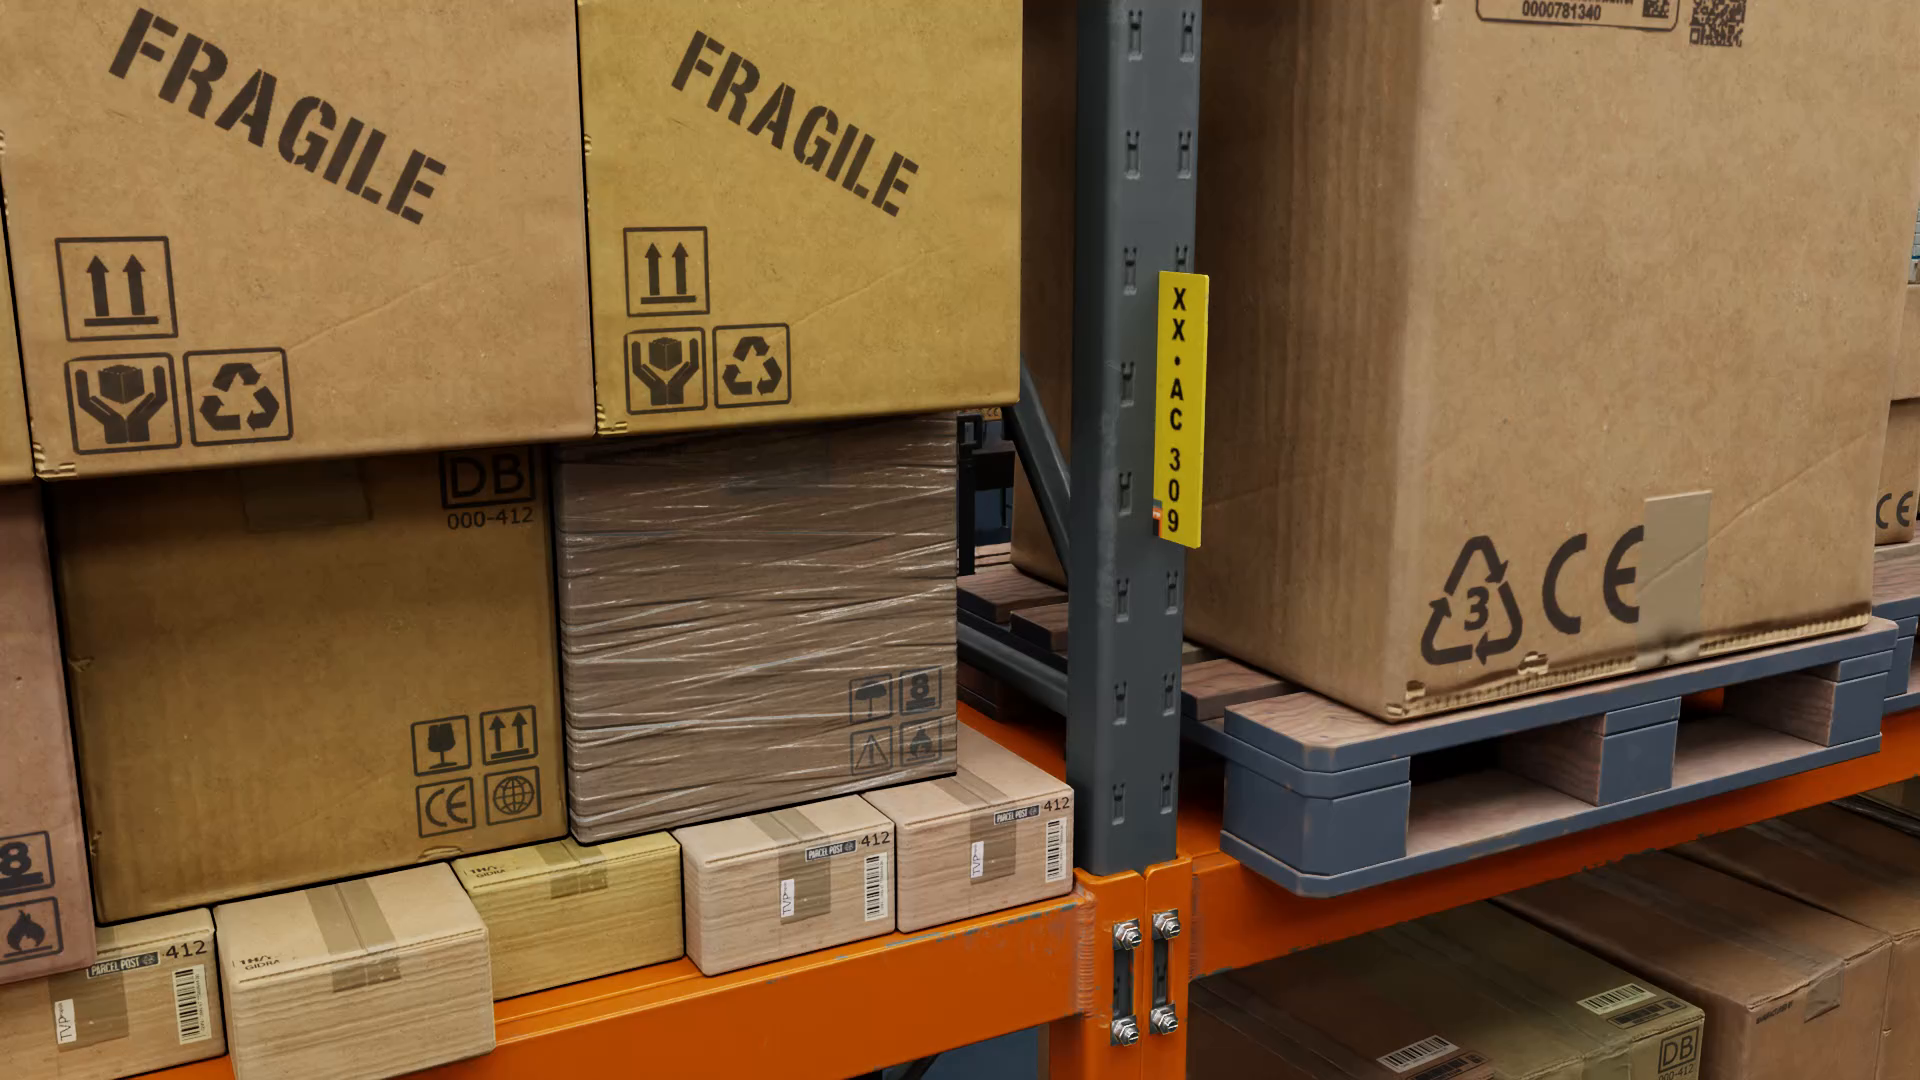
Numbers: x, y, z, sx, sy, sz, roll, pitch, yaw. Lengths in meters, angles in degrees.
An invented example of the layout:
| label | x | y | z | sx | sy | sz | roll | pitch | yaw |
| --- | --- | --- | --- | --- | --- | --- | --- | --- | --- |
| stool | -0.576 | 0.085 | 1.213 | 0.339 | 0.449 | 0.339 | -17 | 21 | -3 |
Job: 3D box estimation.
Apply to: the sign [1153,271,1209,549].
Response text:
| label | x | y | z | sx | sy | sz | roll | pitch | yaw |
| --- | --- | --- | --- | --- | --- | --- | --- | --- | --- |
| sign | 0.263 | -0.157 | 2.004 | 0.005 | 0.325 | 0.100 | -7 | 14 | -28 |

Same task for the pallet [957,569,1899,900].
| label | x | y | z | sx | sy | sz | roll | pitch | yaw |
| --- | --- | --- | --- | --- | --- | --- | --- | --- | --- |
| pallet | 0.737 | 0.203 | 2.814 | 1.213 | 0.211 | 1.003 | -7 | 14 | -28 |

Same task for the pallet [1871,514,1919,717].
| label | x | y | z | sx | sy | sz | roll | pitch | yaw |
| --- | --- | --- | --- | --- | --- | --- | --- | --- | --- |
| pallet | 1.789 | 0.050 | 3.491 | 1.213 | 0.211 | 1.003 | -7 | 14 | -28 |

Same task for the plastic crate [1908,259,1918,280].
| label | x | y | z | sx | sy | sz | roll | pitch | yaw |
| --- | --- | --- | --- | --- | --- | --- | --- | --- | --- |
| plastic crate | 6.073 | -1.731 | 11.104 | 0.530 | 0.282 | 0.437 | -7 | 14 | -28 |

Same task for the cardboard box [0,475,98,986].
| label | x | y | z | sx | sy | sz | roll | pitch | yaw |
| --- | --- | --- | --- | --- | --- | --- | --- | --- | --- |
| cardboard box | -1.275 | 0.121 | 1.836 | 0.500 | 0.500 | 0.875 | -7 | 14 | -28 |

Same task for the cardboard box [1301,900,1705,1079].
| label | x | y | z | sx | sy | sz | roll | pitch | yaw |
| --- | --- | --- | --- | --- | --- | --- | --- | --- | --- |
| cardboard box | 0.973 | 1.059 | 3.262 | 0.500 | 0.500 | 0.700 | -7 | 14 | -28 |

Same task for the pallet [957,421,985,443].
| label | x | y | z | sx | sy | sz | roll | pitch | yaw |
| --- | --- | --- | --- | --- | --- | --- | --- | --- | --- |
| pallet | -0.563 | -0.880 | 13.538 | 1.213 | 0.211 | 1.003 | -7 | 14 | -28 |

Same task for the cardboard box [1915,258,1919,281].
| label | x | y | z | sx | sy | sz | roll | pitch | yaw |
| --- | --- | --- | --- | --- | --- | --- | --- | --- | --- |
| cardboard box | 2.610 | -0.371 | 3.740 | 0.500 | 0.500 | 0.700 | -5 | 13 | -20 |

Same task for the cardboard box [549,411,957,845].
| label | x | y | z | sx | sy | sz | roll | pitch | yaw |
| --- | --- | --- | --- | --- | --- | --- | --- | --- | --- |
| cardboard box | -0.429 | 0.003 | 2.360 | 0.500 | 0.500 | 0.875 | -7 | 14 | -28 |

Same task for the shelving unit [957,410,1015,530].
| label | x | y | z | sx | sy | sz | roll | pitch | yaw |
| --- | --- | --- | --- | --- | --- | --- | --- | --- | --- |
| shelving unit | 0.145 | -1.042 | 9.956 | 0.503 | 2.100 | 0.431 | -7 | 14 | -28 |

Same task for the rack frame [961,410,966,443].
| label | x | y | z | sx | sy | sz | roll | pitch | yaw |
| --- | --- | --- | --- | --- | --- | --- | --- | --- | --- |
| rack frame | -0.069 | -1.016 | 9.842 | 0.015 | 2.100 | 0.400 | -7 | 14 | -28 |

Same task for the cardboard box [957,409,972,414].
| label | x | y | z | sx | sy | sz | roll | pitch | yaw |
| --- | --- | --- | --- | --- | --- | --- | --- | --- | --- |
| cardboard box | -0.243 | -1.213 | 13.359 | 0.500 | 0.500 | 0.500 | -7 | 15 | -30 |

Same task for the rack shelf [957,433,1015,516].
| label | x | y | z | sx | sy | sz | roll | pitch | yaw |
| --- | --- | --- | --- | --- | --- | --- | --- | --- | --- |
| rack shelf | 0.145 | -0.346 | 10.113 | 0.480 | 0.518 | 0.431 | -7 | 14 | -28 |

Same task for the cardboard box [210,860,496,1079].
| label | x | y | z | sx | sy | sz | roll | pitch | yaw |
| --- | --- | --- | --- | --- | --- | --- | --- | --- | --- |
| cardboard box | -0.690 | 0.450 | 1.849 | 0.250 | 0.149 | 0.380 | -7 | 14 | -28 |

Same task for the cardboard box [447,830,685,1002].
| label | x | y | z | sx | sy | sz | roll | pitch | yaw |
| --- | --- | --- | --- | --- | --- | --- | --- | --- | --- |
| cardboard box | -0.524 | 0.402 | 2.062 | 0.250 | 0.149 | 0.380 | -7 | 14 | -28 |

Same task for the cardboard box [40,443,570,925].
| label | x | y | z | sx | sy | sz | roll | pitch | yaw |
| --- | --- | --- | --- | --- | --- | --- | --- | --- | --- |
| cardboard box | -0.884 | 0.049 | 2.156 | 0.500 | 0.500 | 0.875 | -7 | 14 | -28 |

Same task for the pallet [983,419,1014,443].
| label | x | y | z | sx | sy | sz | roll | pitch | yaw |
| --- | --- | --- | --- | --- | --- | --- | --- | --- | --- |
| pallet | 0.507 | -1.007 | 14.104 | 1.213 | 0.211 | 1.003 | -7 | 14 | -28 |

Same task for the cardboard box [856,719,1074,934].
| label | x | y | z | sx | sy | sz | roll | pitch | yaw |
| --- | --- | --- | --- | --- | --- | --- | --- | --- | --- |
| cardboard box | -0.052 | 0.363 | 2.236 | 0.250 | 0.149 | 0.380 | -7 | 14 | -28 |

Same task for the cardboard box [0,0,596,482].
| label | x | y | z | sx | sy | sz | roll | pitch | yaw |
| --- | --- | --- | --- | --- | --- | --- | --- | --- | --- |
| cardboard box | -0.705 | -0.367 | 1.726 | 0.500 | 0.500 | 0.500 | -7 | 14 | -28 |

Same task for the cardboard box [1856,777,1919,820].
| label | x | y | z | sx | sy | sz | roll | pitch | yaw |
| --- | --- | --- | --- | --- | --- | --- | --- | --- | --- |
| cardboard box | 2.473 | 0.514 | 3.979 | 0.500 | 0.250 | 0.500 | -5 | 14 | -22 |

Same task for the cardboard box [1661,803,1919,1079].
| label | x | y | z | sx | sy | sz | roll | pitch | yaw |
| --- | --- | --- | --- | --- | --- | --- | --- | --- | --- |
| cardboard box | 1.953 | 0.941 | 3.785 | 0.500 | 0.500 | 0.700 | -6 | 14 | -23 |

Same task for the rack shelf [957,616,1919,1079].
| label | x | y | z | sx | sy | sz | roll | pitch | yaw |
| --- | --- | --- | --- | --- | --- | --- | --- | --- | --- |
| rack shelf | 1.752 | 0.302 | 3.574 | 4.000 | 0.370 | 1.077 | -7 | 14 | -28 |

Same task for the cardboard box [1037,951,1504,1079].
| label | x | y | z | sx | sy | sz | roll | pitch | yaw |
| --- | --- | --- | --- | --- | --- | --- | --- | --- | --- |
| cardboard box | 0.545 | 1.106 | 3.055 | 0.500 | 0.500 | 0.700 | -8 | 15 | -32 |

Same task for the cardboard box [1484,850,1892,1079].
| label | x | y | z | sx | sy | sz | roll | pitch | yaw |
| --- | --- | --- | --- | --- | --- | --- | --- | --- | --- |
| cardboard box | 1.464 | 1.000 | 3.524 | 0.500 | 0.500 | 0.700 | -8 | 15 | -33 |

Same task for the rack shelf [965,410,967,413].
| label | x | y | z | sx | sy | sz | roll | pitch | yaw |
| --- | --- | --- | --- | --- | --- | --- | --- | --- | --- |
| rack shelf | 0.145 | -1.028 | 9.959 | 0.480 | 0.518 | 0.431 | -7 | 14 | -28 |

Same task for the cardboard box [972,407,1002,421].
| label | x | y | z | sx | sy | sz | roll | pitch | yaw |
| --- | --- | --- | --- | --- | --- | --- | --- | --- | --- |
| cardboard box | 0.200 | -1.265 | 13.589 | 0.500 | 0.500 | 0.500 | -7 | 14 | -29 |

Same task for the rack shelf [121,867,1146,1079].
| label | x | y | z | sx | sy | sz | roll | pitch | yaw |
| --- | --- | --- | --- | --- | --- | --- | --- | --- | --- |
| rack shelf | -1.759 | 0.723 | 1.705 | 4.000 | 0.370 | 1.077 | -7 | 14 | -28 |

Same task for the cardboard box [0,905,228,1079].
| label | x | y | z | sx | sy | sz | roll | pitch | yaw |
| --- | --- | --- | --- | --- | --- | --- | --- | --- | --- |
| cardboard box | -0.973 | 0.451 | 1.846 | 0.250 | 0.149 | 0.380 | -7 | 14 | -28 |

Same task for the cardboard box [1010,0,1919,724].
| label | x | y | z | sx | sy | sz | roll | pitch | yaw |
| --- | --- | --- | --- | --- | --- | --- | --- | --- | --- |
| cardboard box | 0.761 | -0.393 | 2.700 | 1.000 | 1.000 | 1.000 | -7 | 14 | -27 |

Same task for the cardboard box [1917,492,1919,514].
| label | x | y | z | sx | sy | sz | roll | pitch | yaw |
| --- | --- | --- | --- | --- | --- | --- | --- | --- | --- |
| cardboard box | 2.173 | -0.171 | 3.388 | 0.258 | 0.266 | 0.396 | -7 | 15 | -29 |

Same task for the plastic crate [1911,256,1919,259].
| label | x | y | z | sx | sy | sz | roll | pitch | yaw |
| --- | --- | --- | --- | --- | --- | --- | --- | --- | --- |
| plastic crate | 7.203 | -1.971 | 12.282 | 0.300 | 0.233 | 0.416 | -7 | 14 | -28 |

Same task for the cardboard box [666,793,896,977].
| label | x | y | z | sx | sy | sz | roll | pitch | yaw |
| --- | --- | --- | --- | --- | --- | --- | --- | --- | --- |
| cardboard box | -0.276 | 0.388 | 2.127 | 0.250 | 0.149 | 0.380 | -7 | 14 | -28 |

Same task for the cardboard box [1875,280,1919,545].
| label | x | y | z | sx | sy | sz | roll | pitch | yaw |
| --- | --- | --- | --- | --- | --- | --- | --- | --- | --- |
| cardboard box | 1.473 | -0.294 | 3.393 | 0.637 | 0.503 | 0.797 | -5 | 14 | -22 |

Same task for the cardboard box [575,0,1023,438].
| label | x | y | z | sx | sy | sz | roll | pitch | yaw |
| --- | --- | --- | --- | --- | --- | --- | --- | --- | --- |
| cardboard box | -0.267 | -0.420 | 1.961 | 0.500 | 0.500 | 0.500 | -7 | 14 | -28 |

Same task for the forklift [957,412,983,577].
| label | x | y | z | sx | sy | sz | roll | pitch | yaw |
| --- | --- | --- | --- | --- | --- | --- | --- | --- | --- |
| forklift | -0.449 | -0.615 | 6.166 | 3.031 | 2.935 | 1.130 | -7 | 14 | -28 |

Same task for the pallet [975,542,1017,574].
| label | x | y | z | sx | sy | sz | roll | pitch | yaw |
| --- | --- | --- | --- | --- | --- | --- | --- | --- | --- |
| pallet | 0.435 | 0.220 | 8.649 | 1.213 | 0.211 | 1.003 | -7 | 14 | -28 |

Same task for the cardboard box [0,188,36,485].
| label | x | y | z | sx | sy | sz | roll | pitch | yaw |
| --- | --- | --- | --- | --- | --- | --- | --- | --- | --- |
| cardboard box | -1.145 | -0.315 | 1.493 | 0.500 | 0.500 | 0.500 | -7 | 14 | -28 |

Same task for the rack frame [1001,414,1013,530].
| label | x | y | z | sx | sy | sz | roll | pitch | yaw |
| --- | --- | --- | --- | --- | --- | --- | --- | --- | --- |
| rack frame | 0.359 | -1.067 | 10.070 | 0.015 | 2.100 | 0.400 | -7 | 14 | -28 |

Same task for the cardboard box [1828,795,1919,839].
| label | x | y | z | sx | sy | sz | roll | pitch | yaw |
| --- | --- | --- | --- | --- | --- | --- | --- | --- | --- |
| cardboard box | 2.448 | 0.881 | 4.056 | 0.500 | 0.500 | 0.700 | -8 | 15 | -33 |
